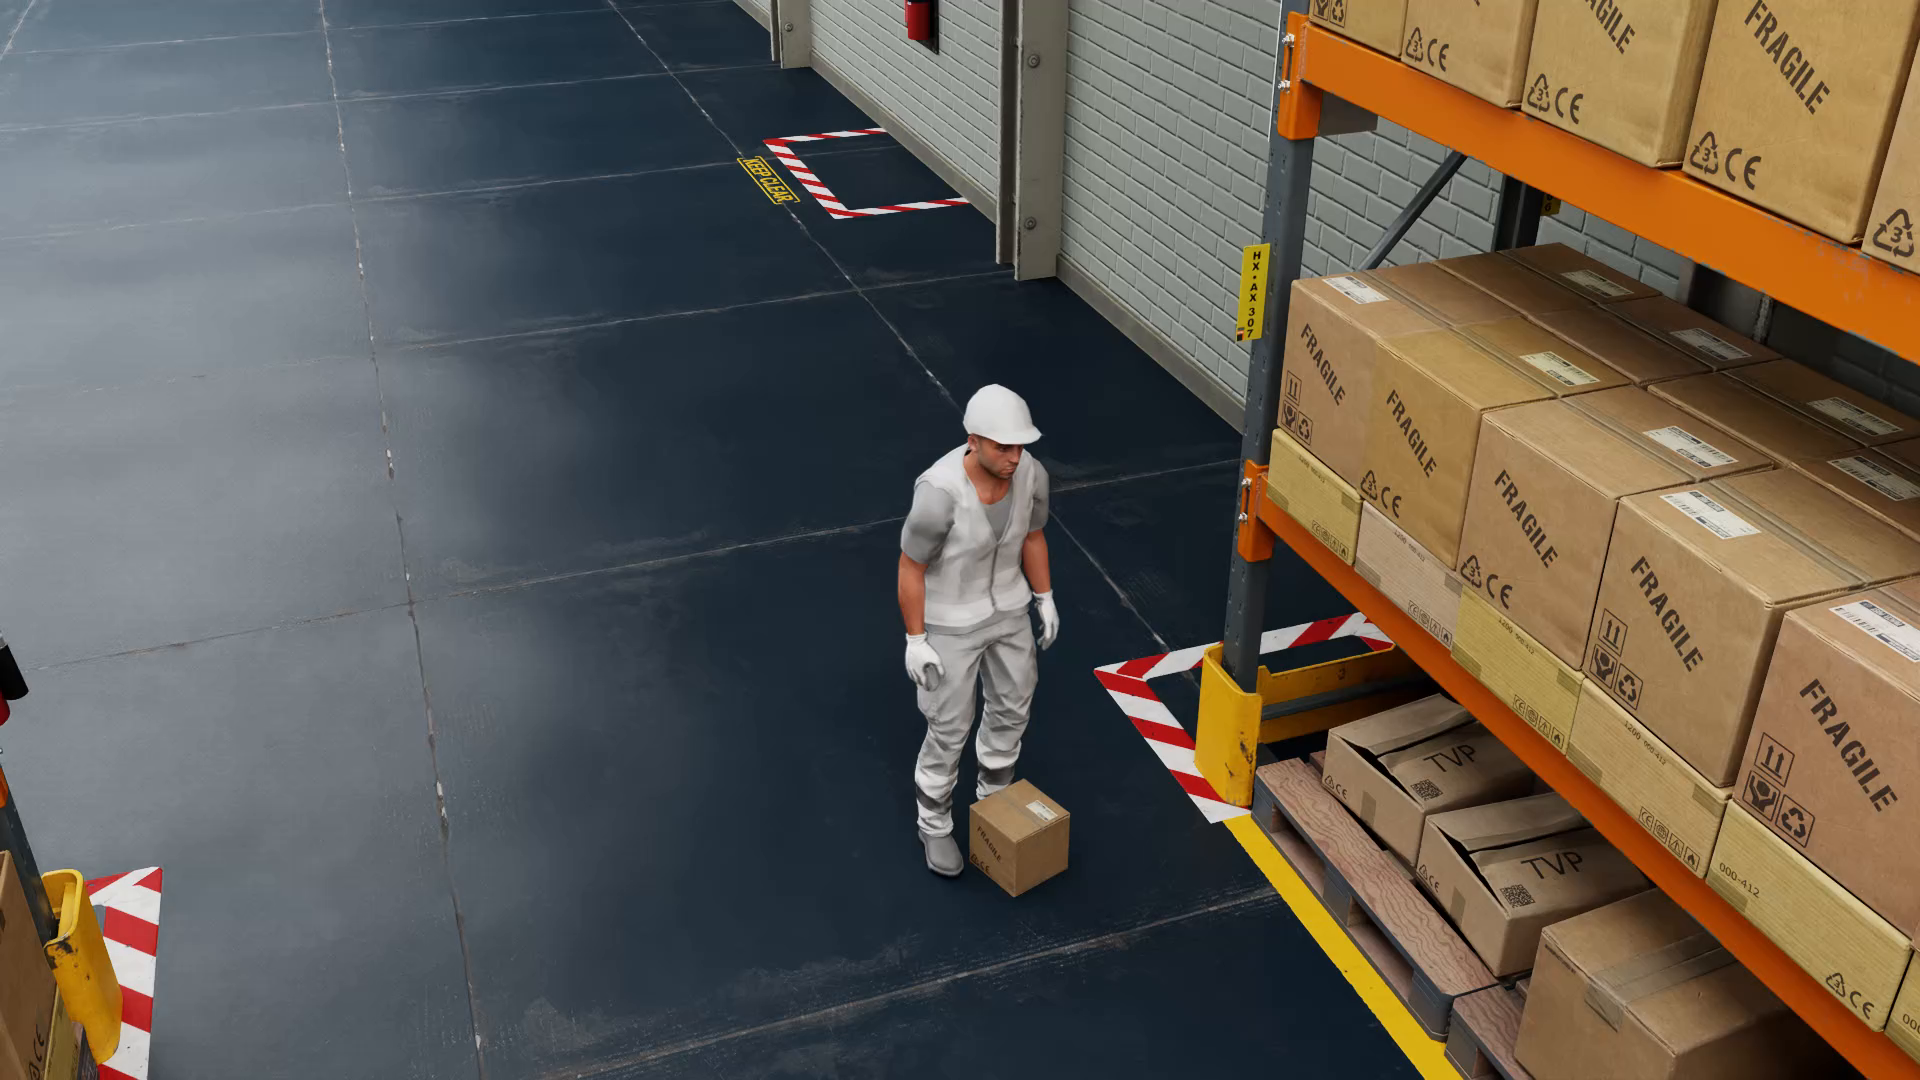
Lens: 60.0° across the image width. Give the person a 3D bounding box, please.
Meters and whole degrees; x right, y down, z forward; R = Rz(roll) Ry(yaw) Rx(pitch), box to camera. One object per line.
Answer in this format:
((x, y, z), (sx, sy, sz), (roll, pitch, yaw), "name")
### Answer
((0.070, 0.287, 5.607), (0.609, 1.779, 0.448), (-18, 34, -28), "person")
